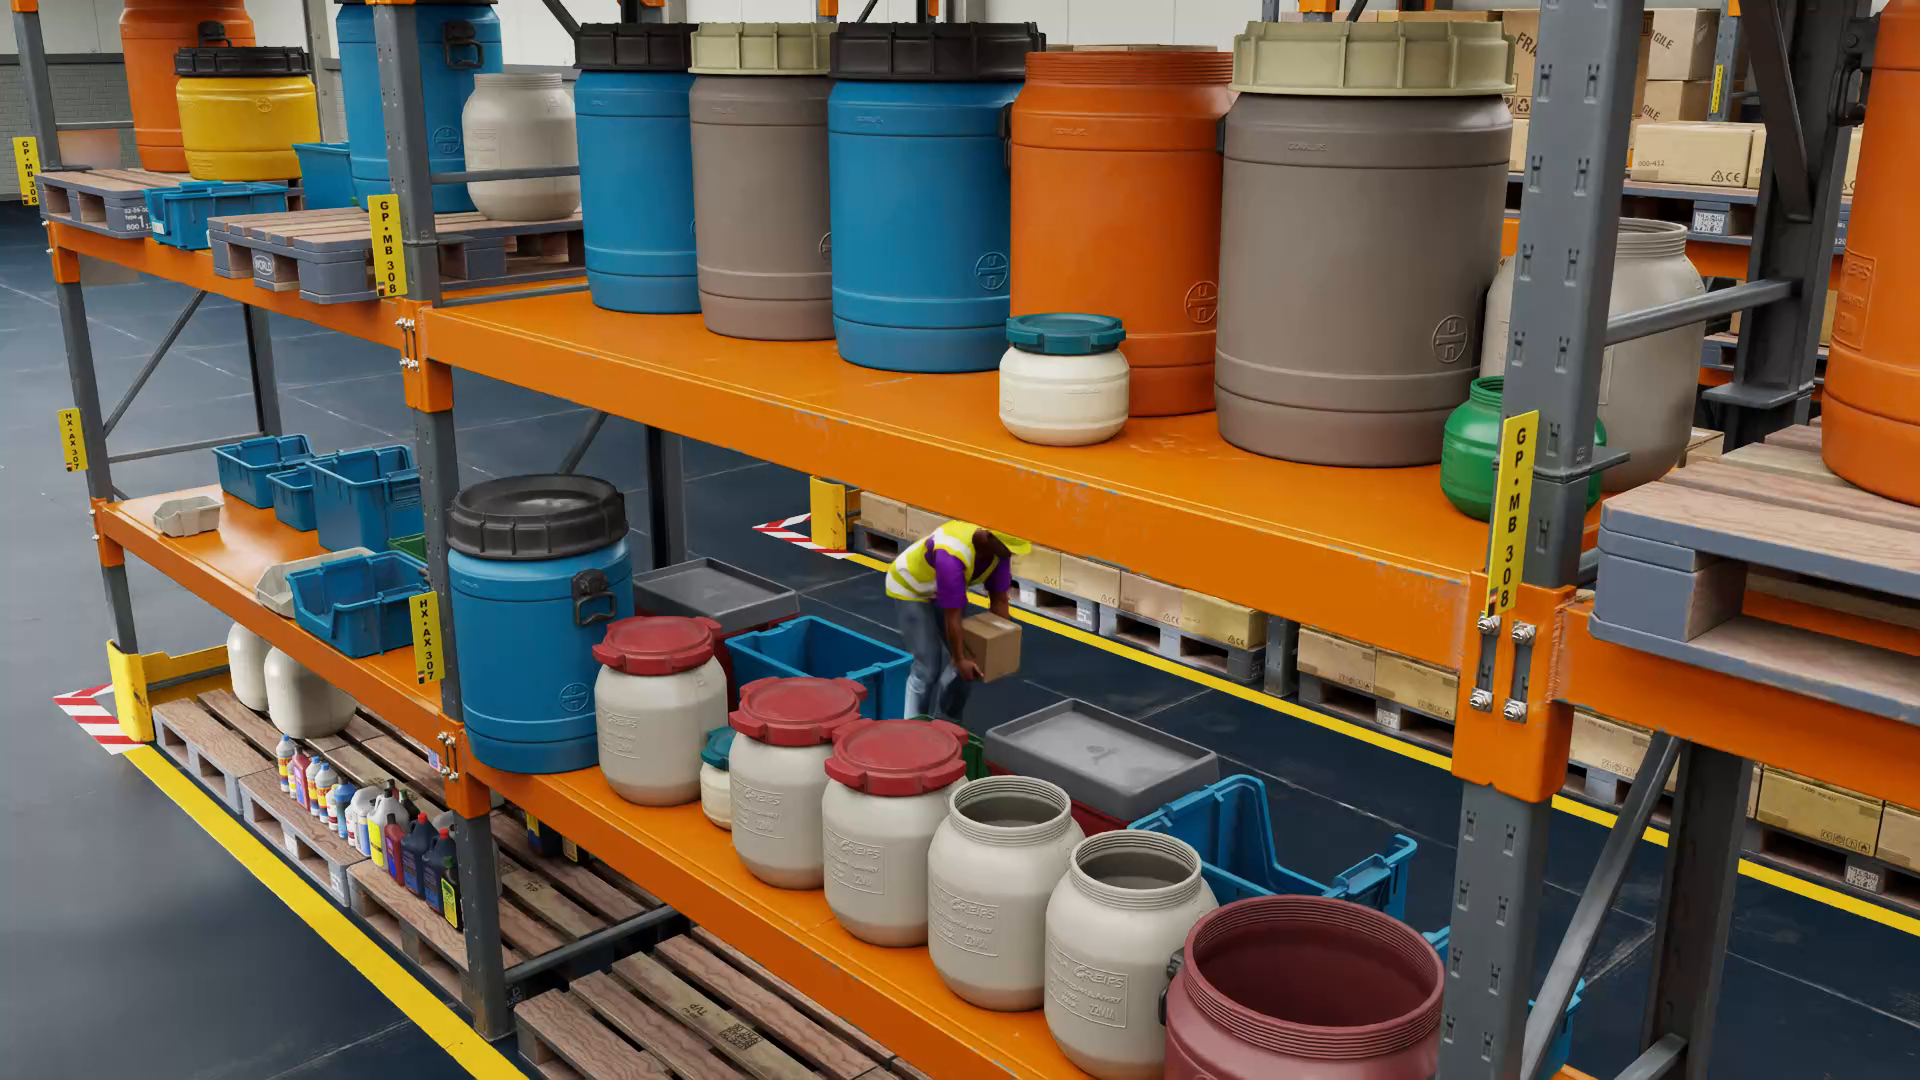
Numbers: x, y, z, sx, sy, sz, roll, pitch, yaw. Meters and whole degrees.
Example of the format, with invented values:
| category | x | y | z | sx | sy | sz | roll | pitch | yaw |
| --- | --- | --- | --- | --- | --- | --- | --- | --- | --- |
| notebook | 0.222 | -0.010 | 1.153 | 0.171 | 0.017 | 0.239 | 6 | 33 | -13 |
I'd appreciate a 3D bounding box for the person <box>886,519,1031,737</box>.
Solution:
| category | x | y | z | sx | sy | sz | roll | pitch | yaw |
| --- | --- | --- | --- | --- | --- | --- | --- | --- | --- |
| person | 0.017 | 0.443 | 8.600 | 0.488 | 1.453 | 0.857 | -16 | 24 | -42 |
